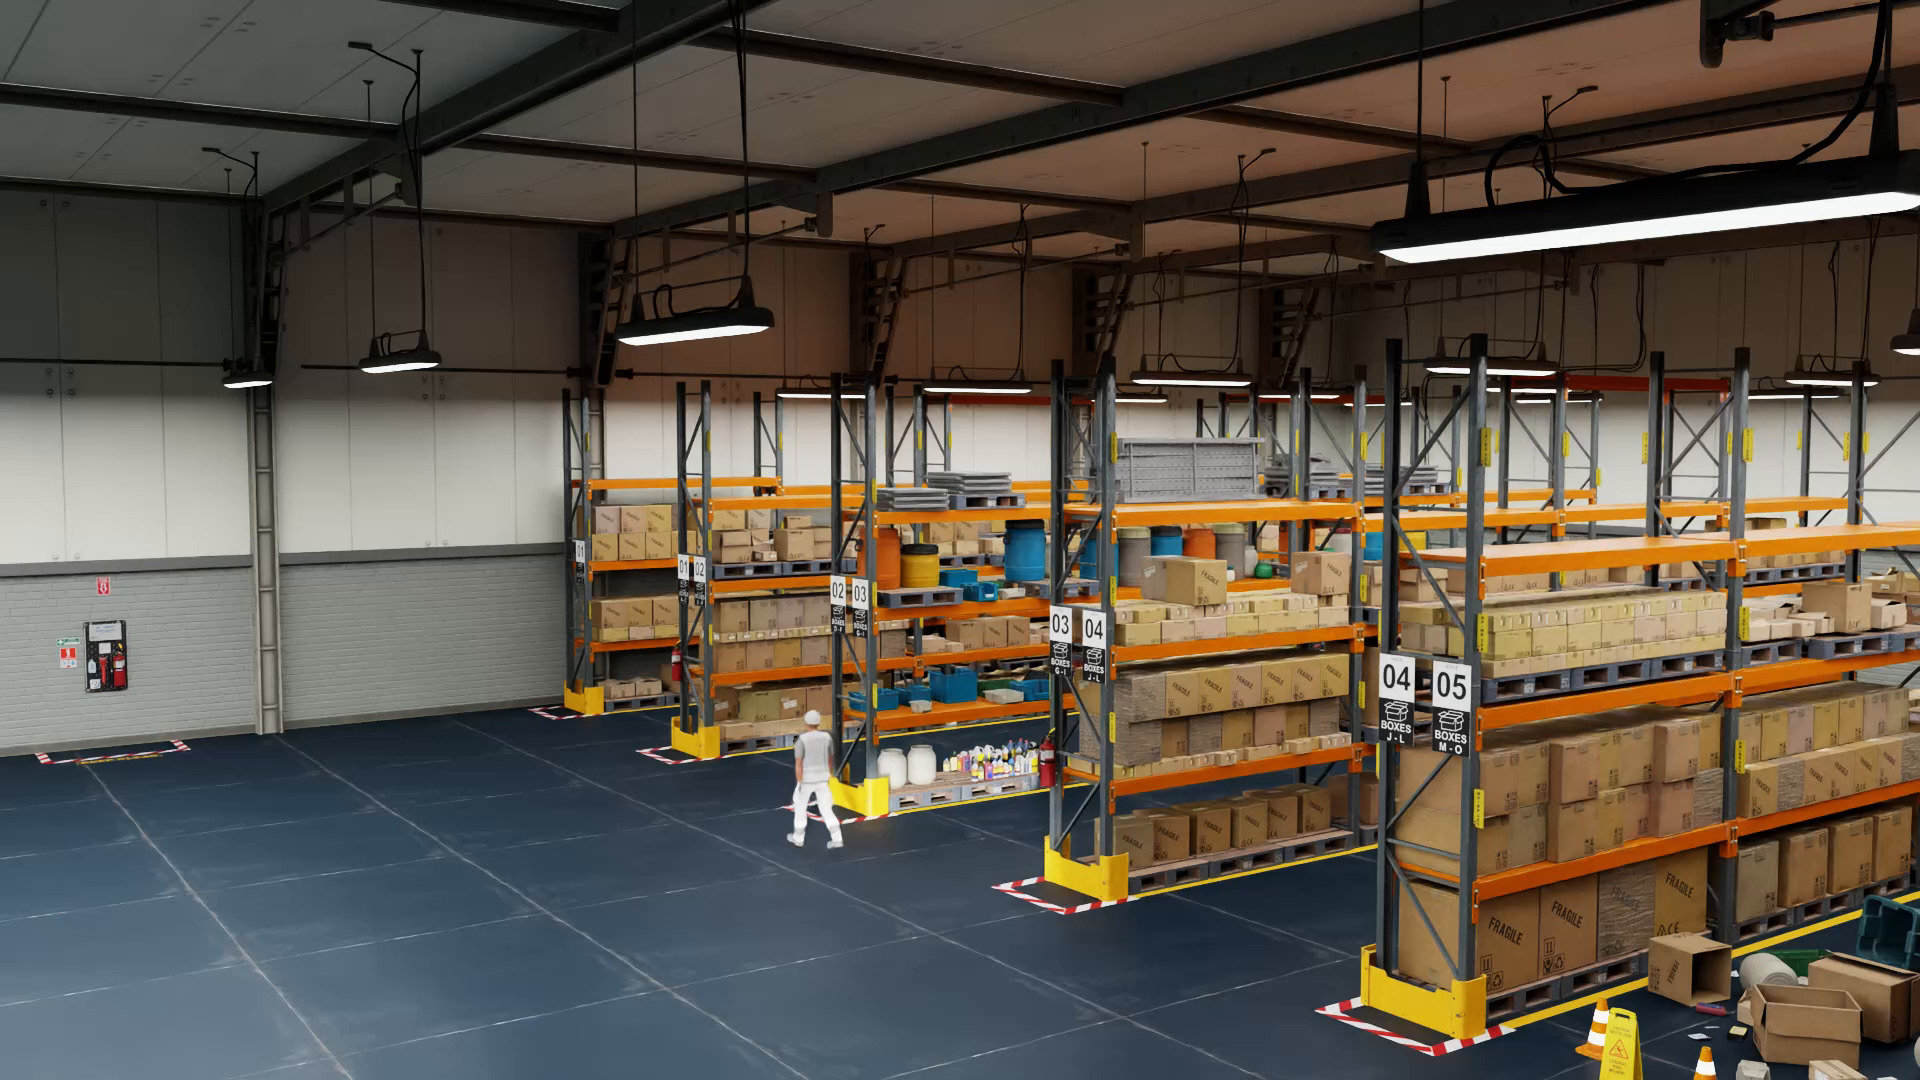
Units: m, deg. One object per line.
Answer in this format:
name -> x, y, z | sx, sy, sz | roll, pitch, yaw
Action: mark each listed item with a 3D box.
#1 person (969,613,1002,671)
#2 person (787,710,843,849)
person -> 0.451, 2.133, 33.992 | 1.079, 1.661, 0.600 | -3, 5, -43
person -> -1.807, 2.970, 20.549 | 0.540, 1.747, 1.075 | -2, 4, -32
